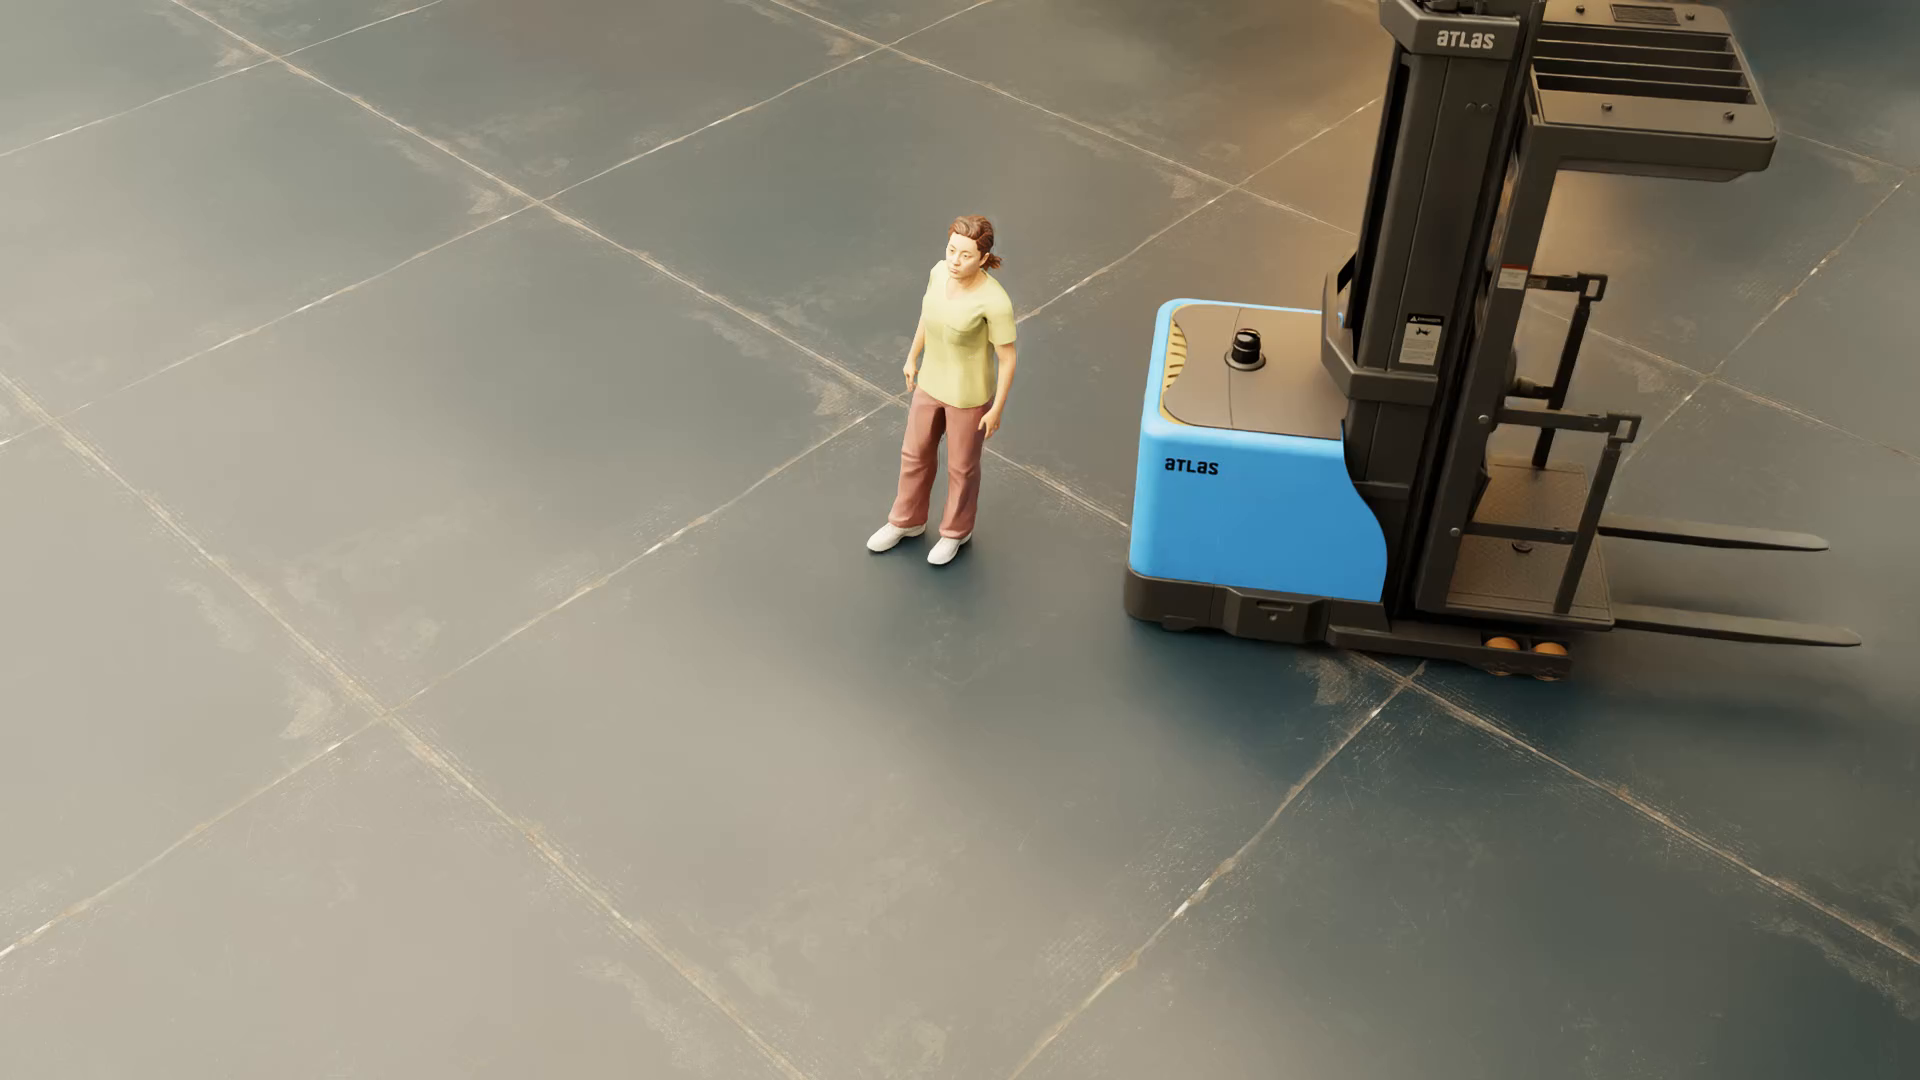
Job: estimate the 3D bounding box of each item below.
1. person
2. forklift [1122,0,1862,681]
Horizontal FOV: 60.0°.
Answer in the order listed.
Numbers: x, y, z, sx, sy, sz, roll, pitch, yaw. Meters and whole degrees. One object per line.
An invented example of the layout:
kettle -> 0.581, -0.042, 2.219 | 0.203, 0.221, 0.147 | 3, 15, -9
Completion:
person -> -0.063, -0.606, 7.091 | 0.553, 1.674, 0.534 | 30, 49, 31
forklift -> 2.274, -0.894, 6.471 | 3.031, 2.935, 1.130 | 6, 41, 7
